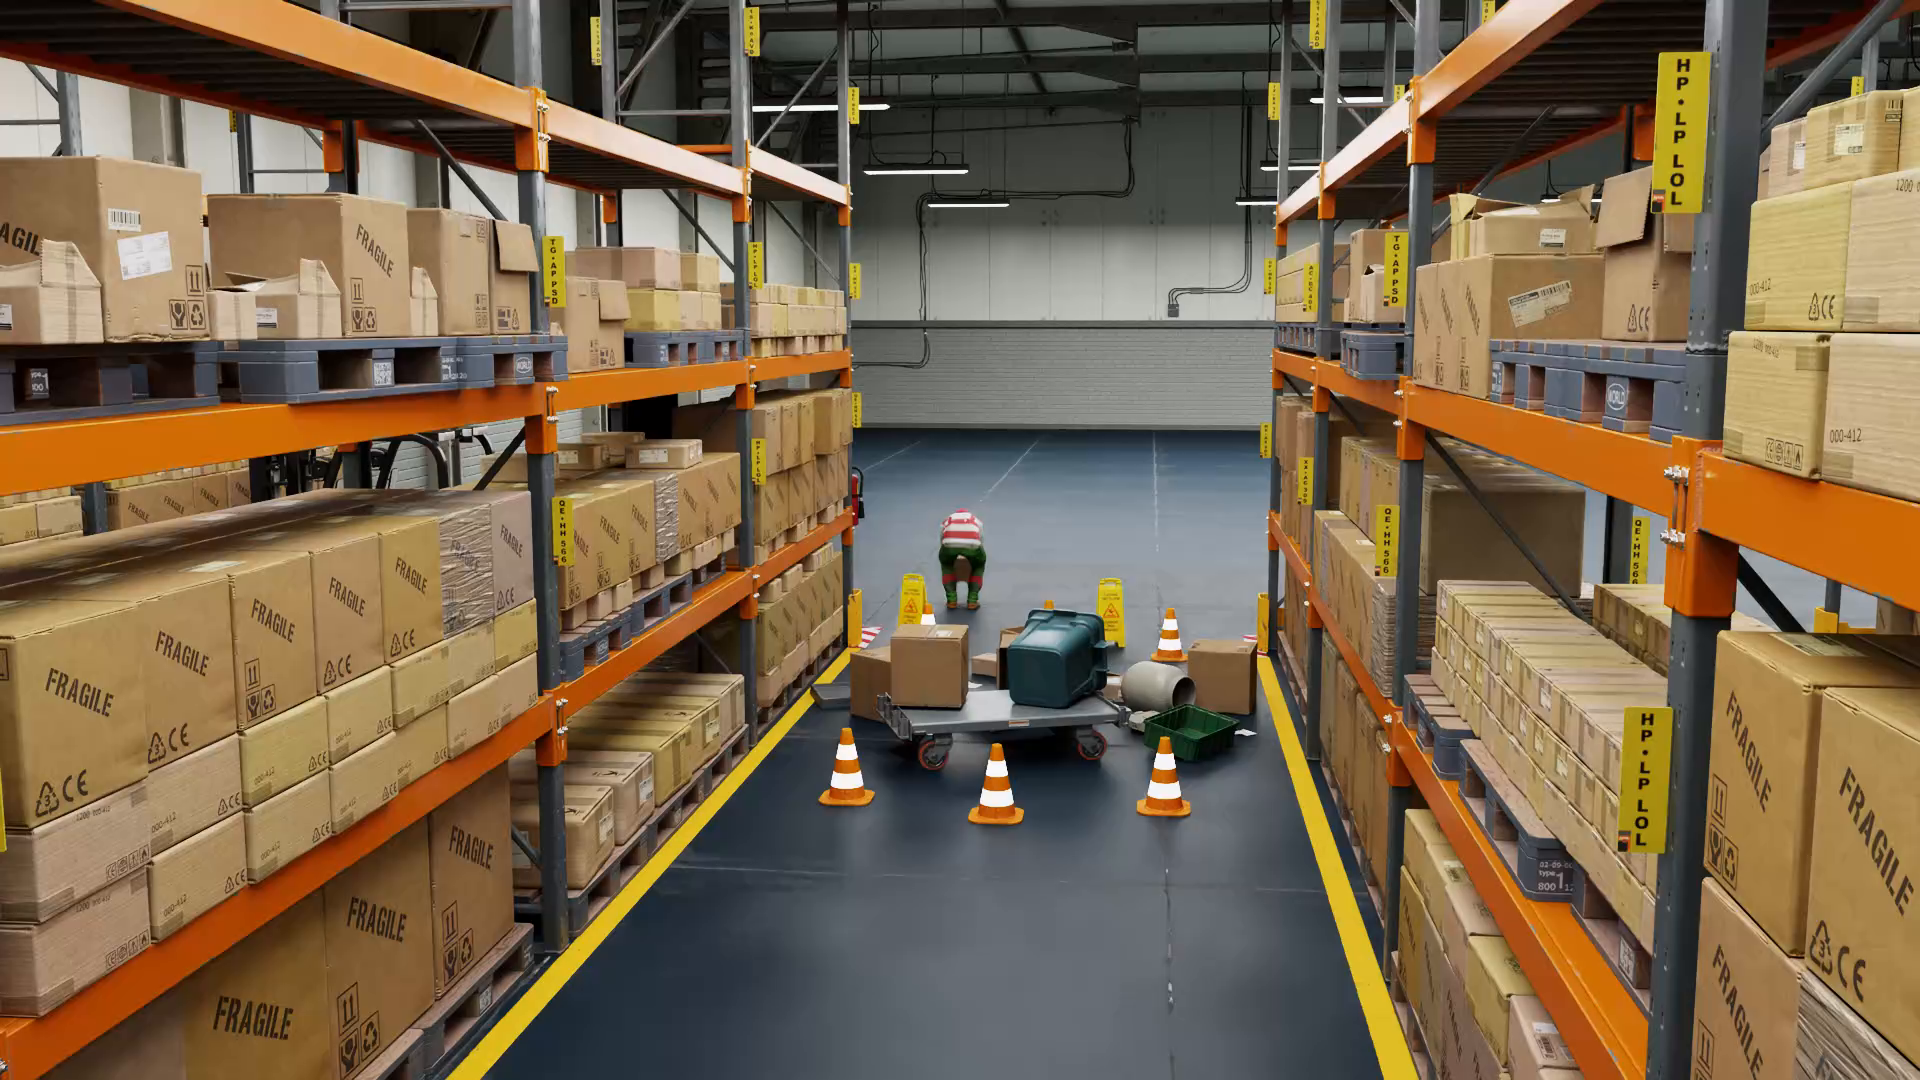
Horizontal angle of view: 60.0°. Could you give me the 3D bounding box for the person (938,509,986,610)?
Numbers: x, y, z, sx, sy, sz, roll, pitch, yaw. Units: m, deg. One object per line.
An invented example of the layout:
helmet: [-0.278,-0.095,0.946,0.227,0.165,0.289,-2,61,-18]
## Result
person: [0.030,0.207,18.091,0.524,1.014,0.958,0,8,4]
